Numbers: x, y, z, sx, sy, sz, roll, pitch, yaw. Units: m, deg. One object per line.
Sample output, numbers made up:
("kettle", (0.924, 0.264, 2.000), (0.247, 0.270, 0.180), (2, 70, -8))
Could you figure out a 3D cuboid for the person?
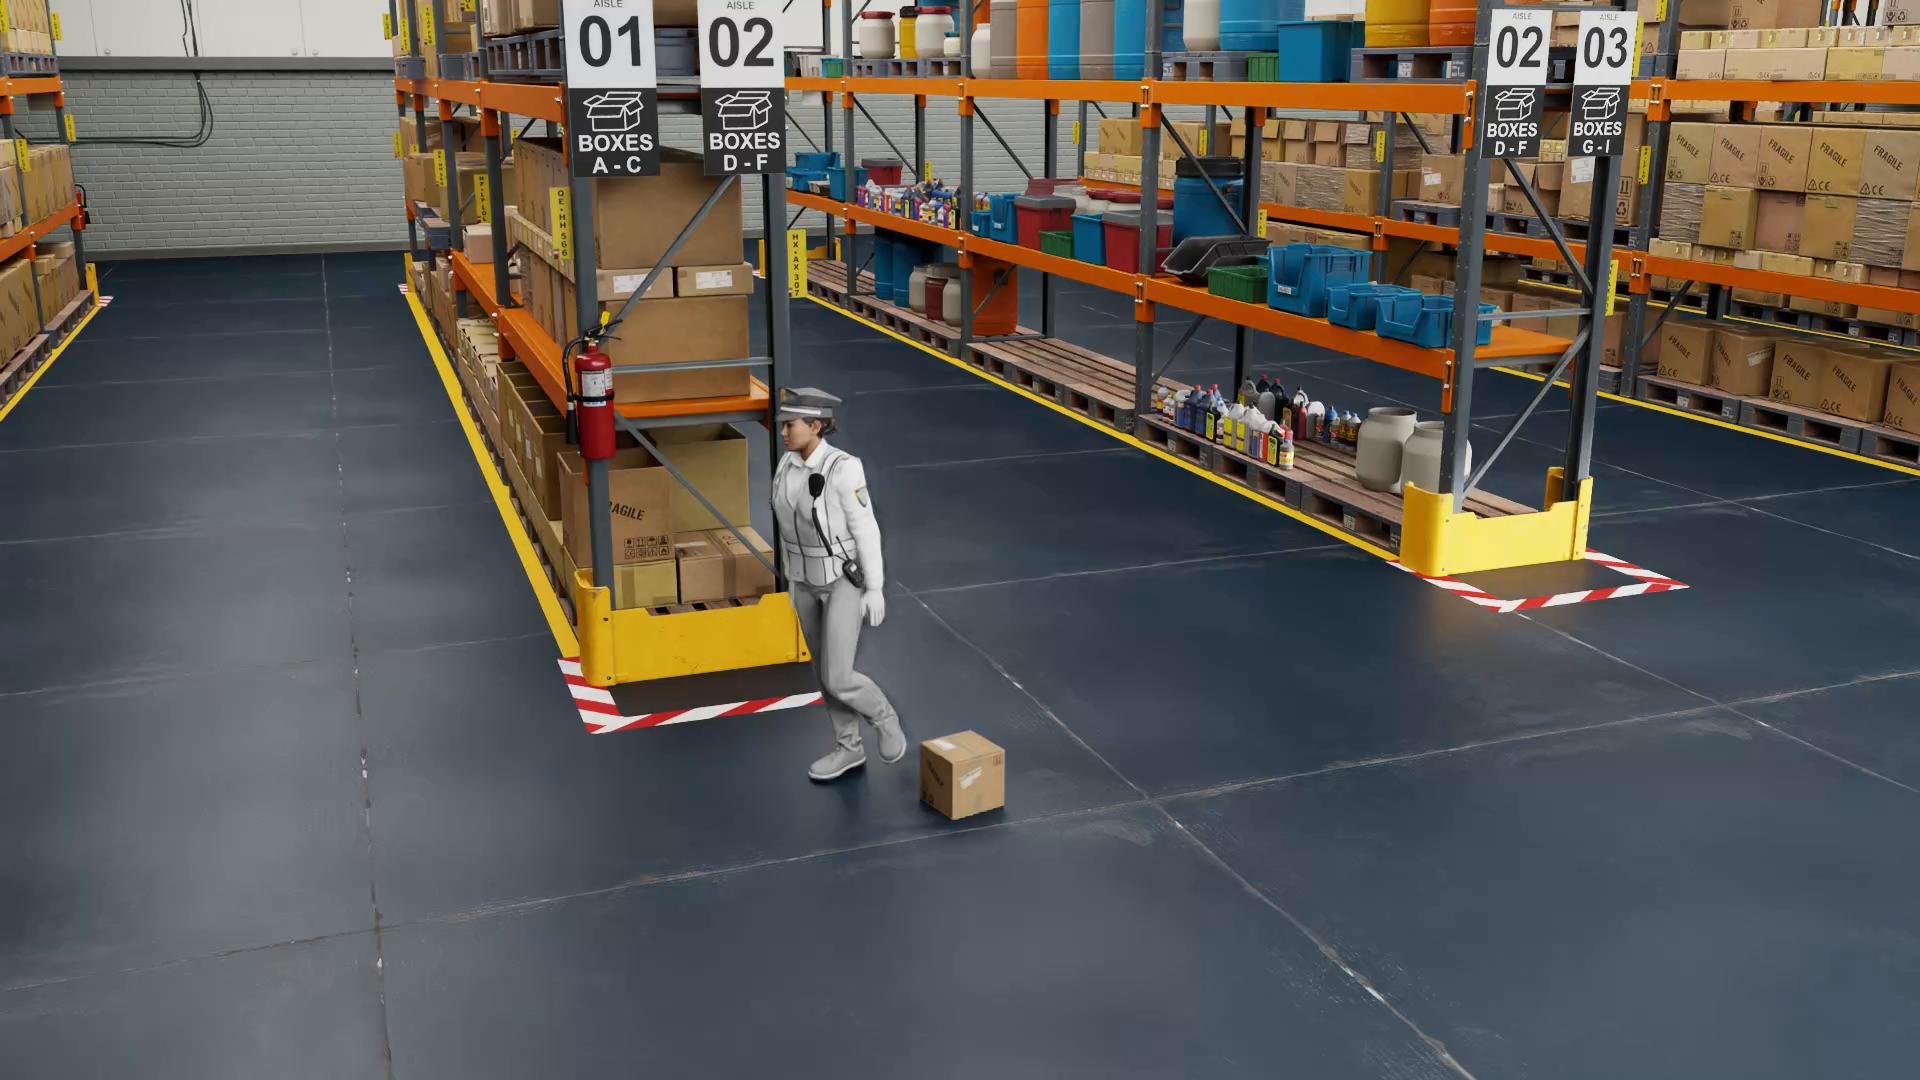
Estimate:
("person", (-0.507, 0.176, 6.846), (0.532, 1.672, 0.479), (14, 21, 41))
